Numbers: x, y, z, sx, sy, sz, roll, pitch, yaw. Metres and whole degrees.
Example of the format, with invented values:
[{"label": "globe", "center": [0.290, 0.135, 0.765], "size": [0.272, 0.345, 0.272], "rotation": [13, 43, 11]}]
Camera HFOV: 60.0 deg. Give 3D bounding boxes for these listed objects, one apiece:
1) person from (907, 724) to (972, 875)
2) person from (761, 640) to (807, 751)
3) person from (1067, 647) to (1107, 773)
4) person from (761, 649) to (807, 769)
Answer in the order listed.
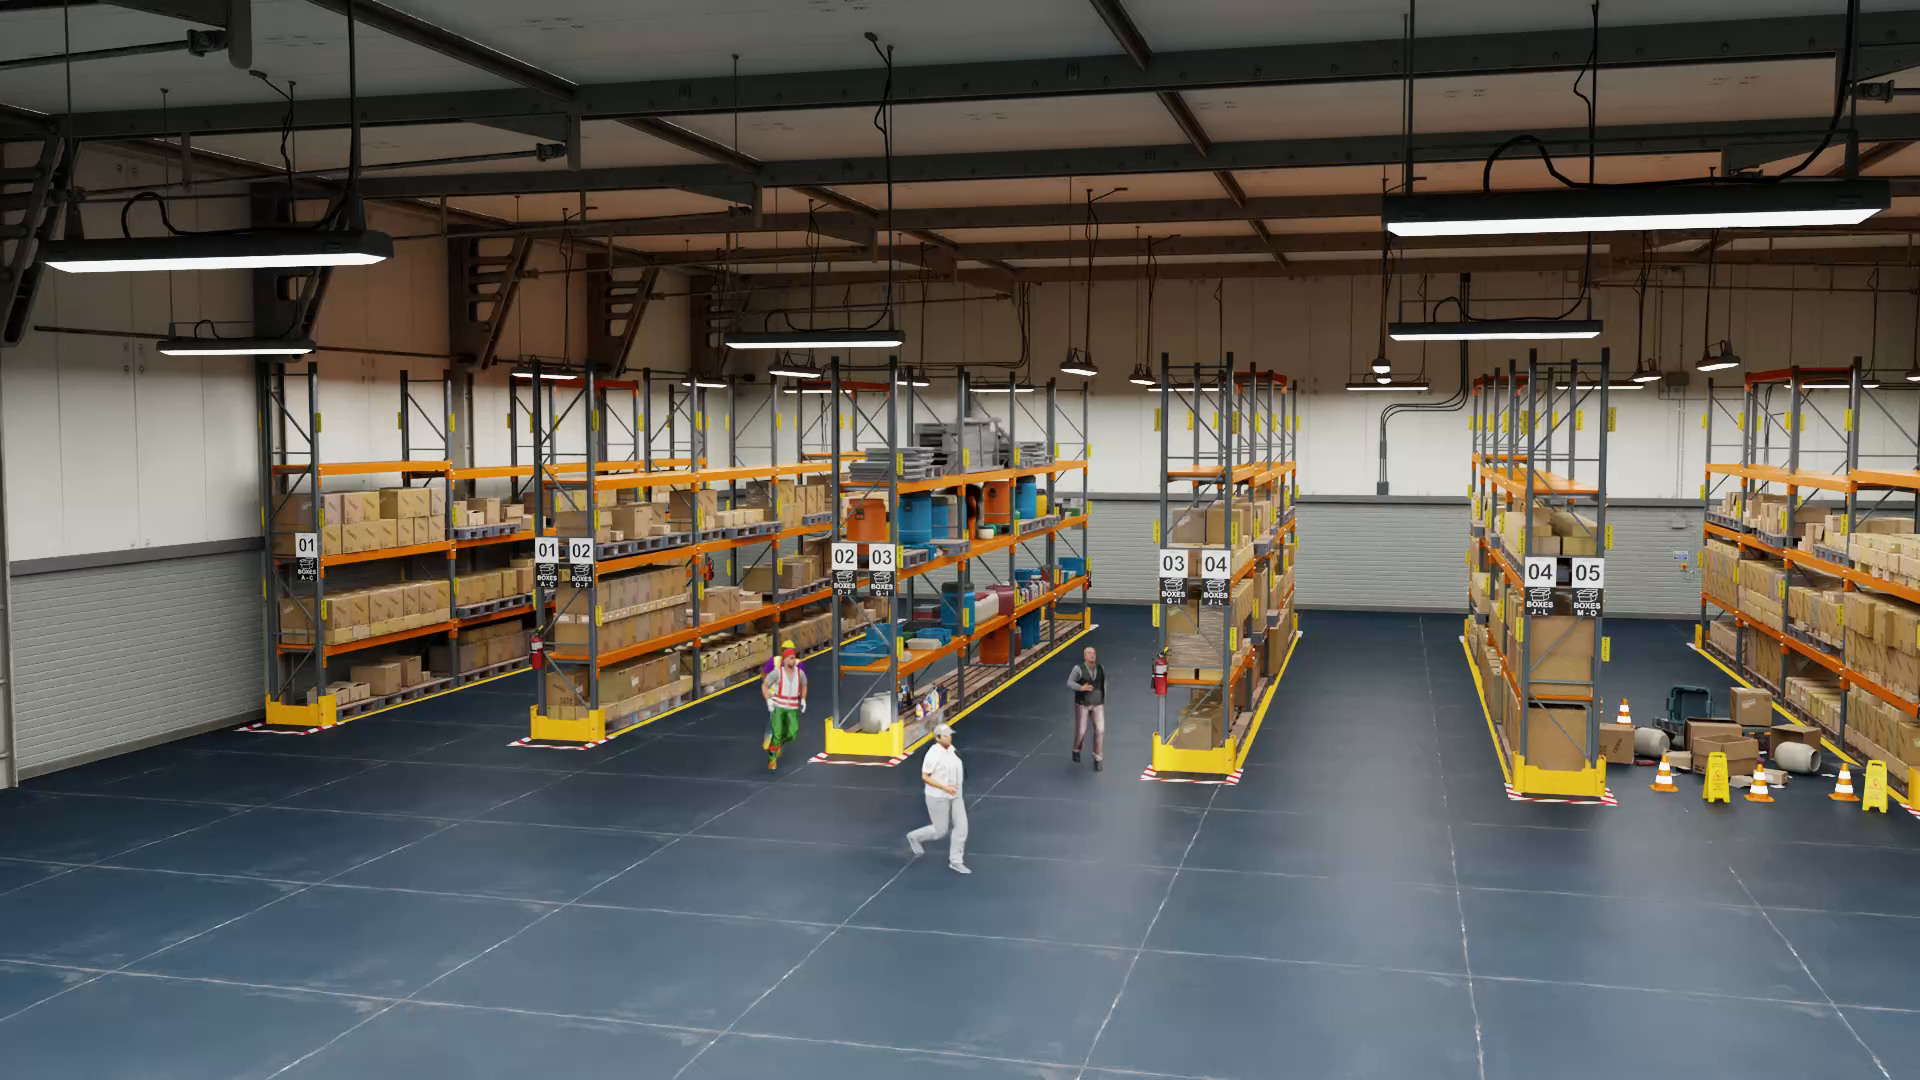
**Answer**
[{"label": "person", "center": [-0.207, 2.891, 18.671], "size": [0.823, 1.653, 0.615], "rotation": [3, 5, 38]}, {"label": "person", "center": [-2.658, 2.367, 25.173], "size": [0.688, 1.711, 0.580], "rotation": [-1, 4, -8]}, {"label": "person", "center": [1.869, 2.439, 24.143], "size": [0.658, 1.774, 0.791], "rotation": [-1, 4, -9]}, {"label": "person", "center": [-2.537, 2.446, 24.248], "size": [0.709, 1.728, 0.558], "rotation": [-2, 4, -22]}]
